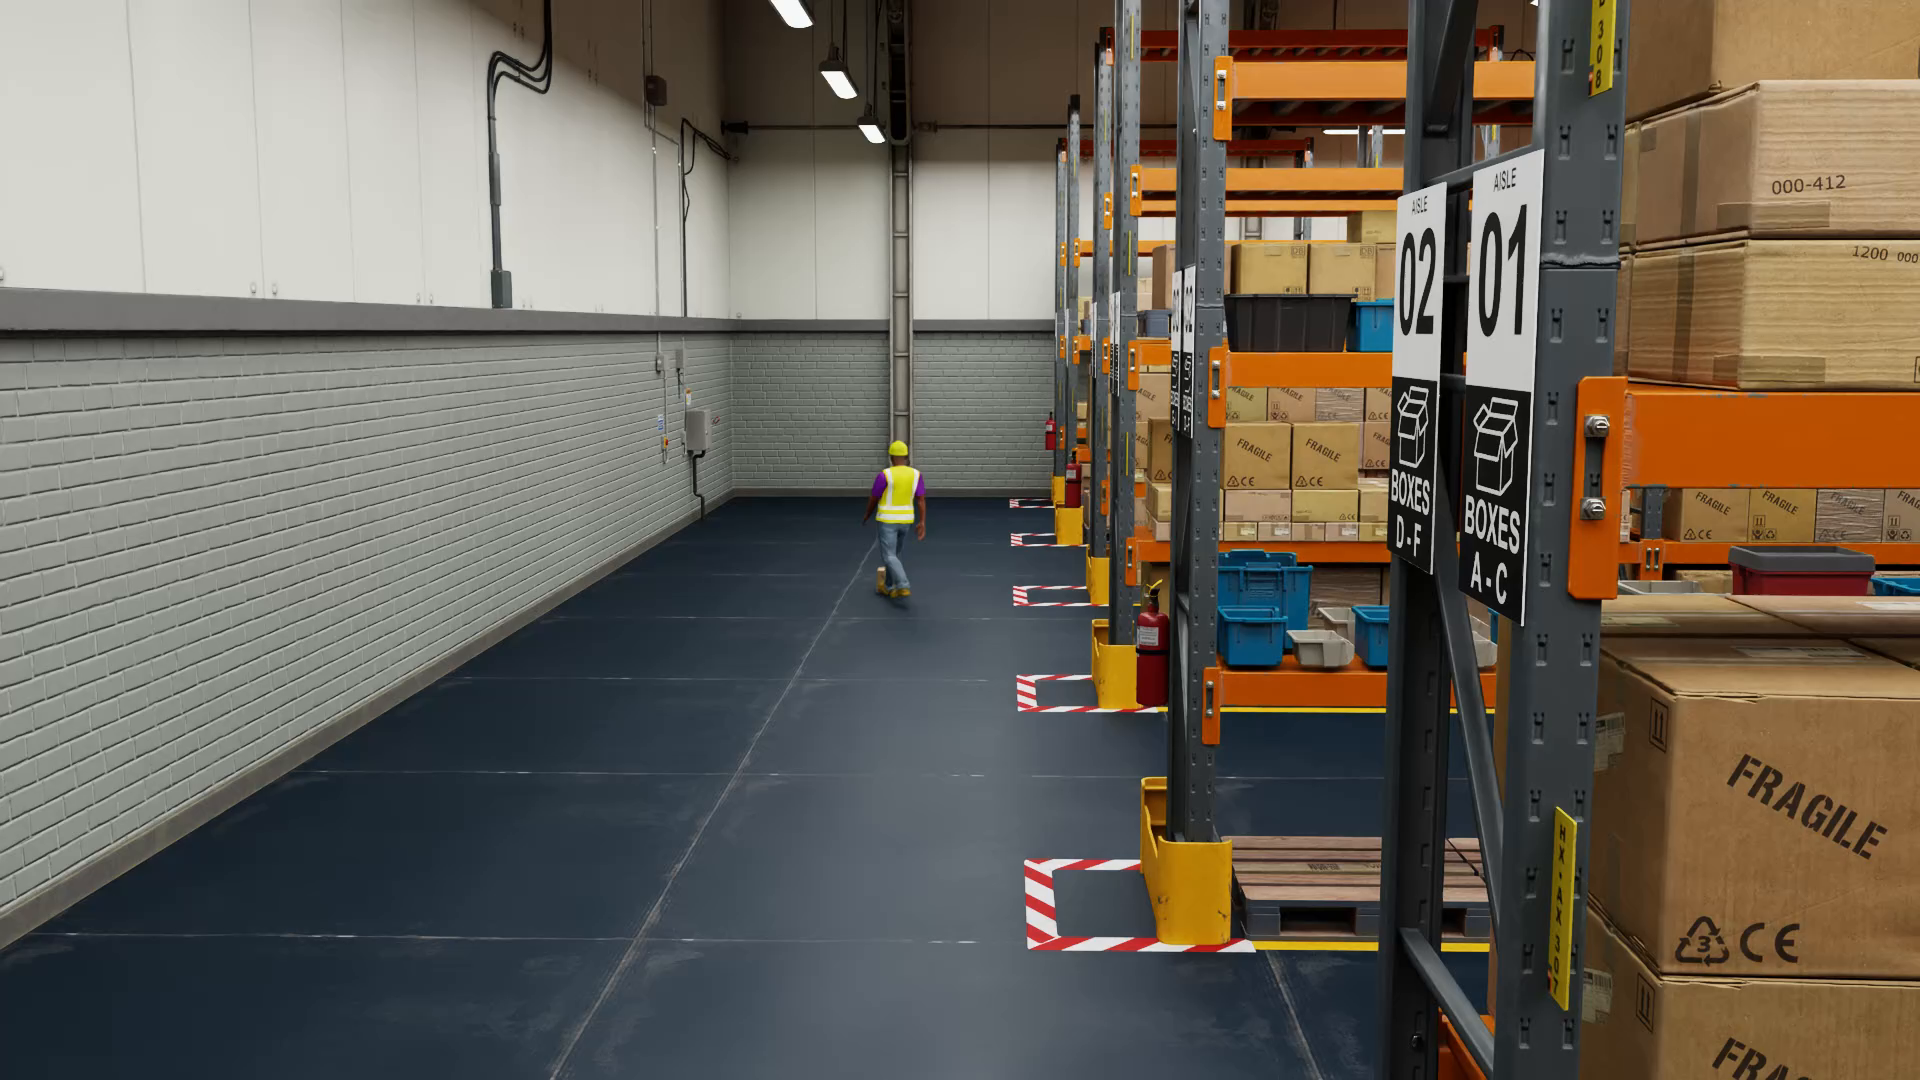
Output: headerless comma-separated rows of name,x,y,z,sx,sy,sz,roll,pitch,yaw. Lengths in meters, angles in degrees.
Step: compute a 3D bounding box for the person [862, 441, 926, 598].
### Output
person,-0.724,-0.213,17.937,0.581,1.724,1.012,-4,8,-32
